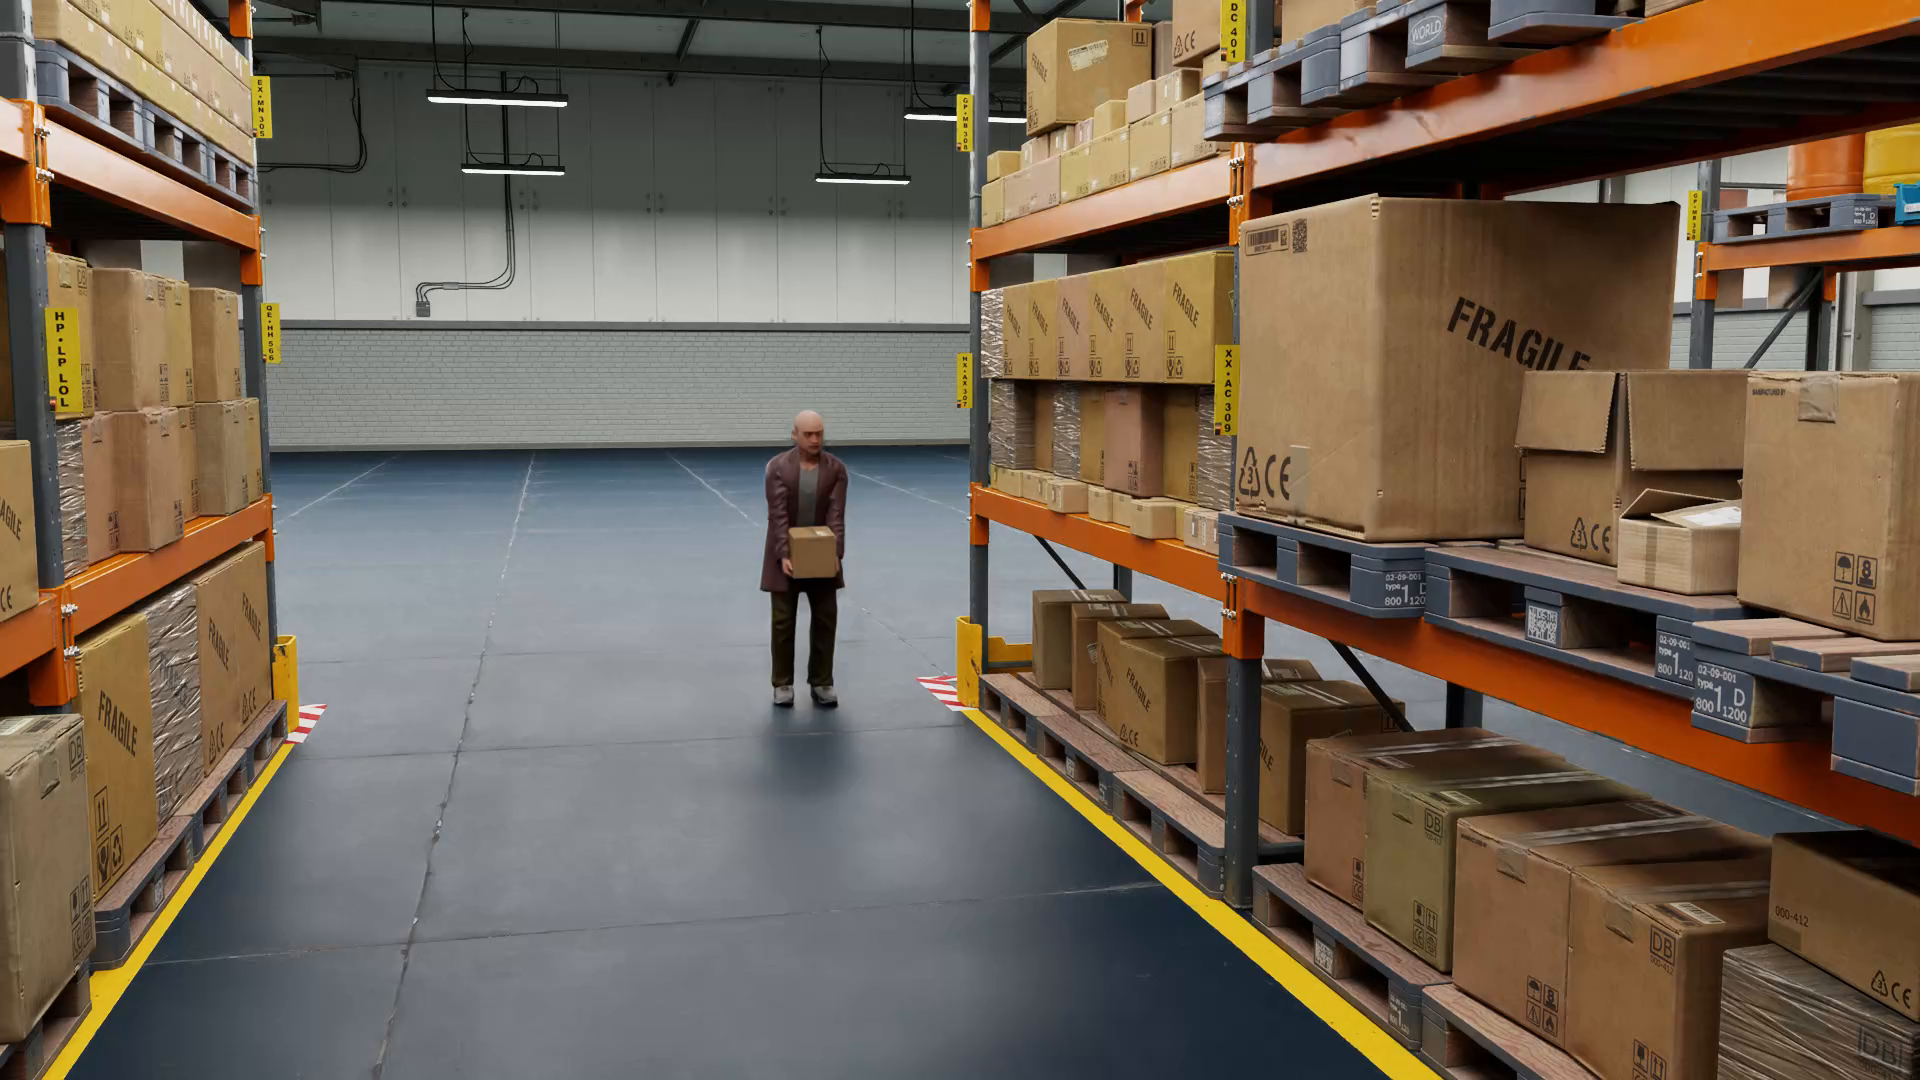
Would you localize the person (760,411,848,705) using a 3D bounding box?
[{"bbox_3d":[-0.926,0.110,9.953,0.529,1.760,0.592,-2,6,-15],"label":"person"}]
